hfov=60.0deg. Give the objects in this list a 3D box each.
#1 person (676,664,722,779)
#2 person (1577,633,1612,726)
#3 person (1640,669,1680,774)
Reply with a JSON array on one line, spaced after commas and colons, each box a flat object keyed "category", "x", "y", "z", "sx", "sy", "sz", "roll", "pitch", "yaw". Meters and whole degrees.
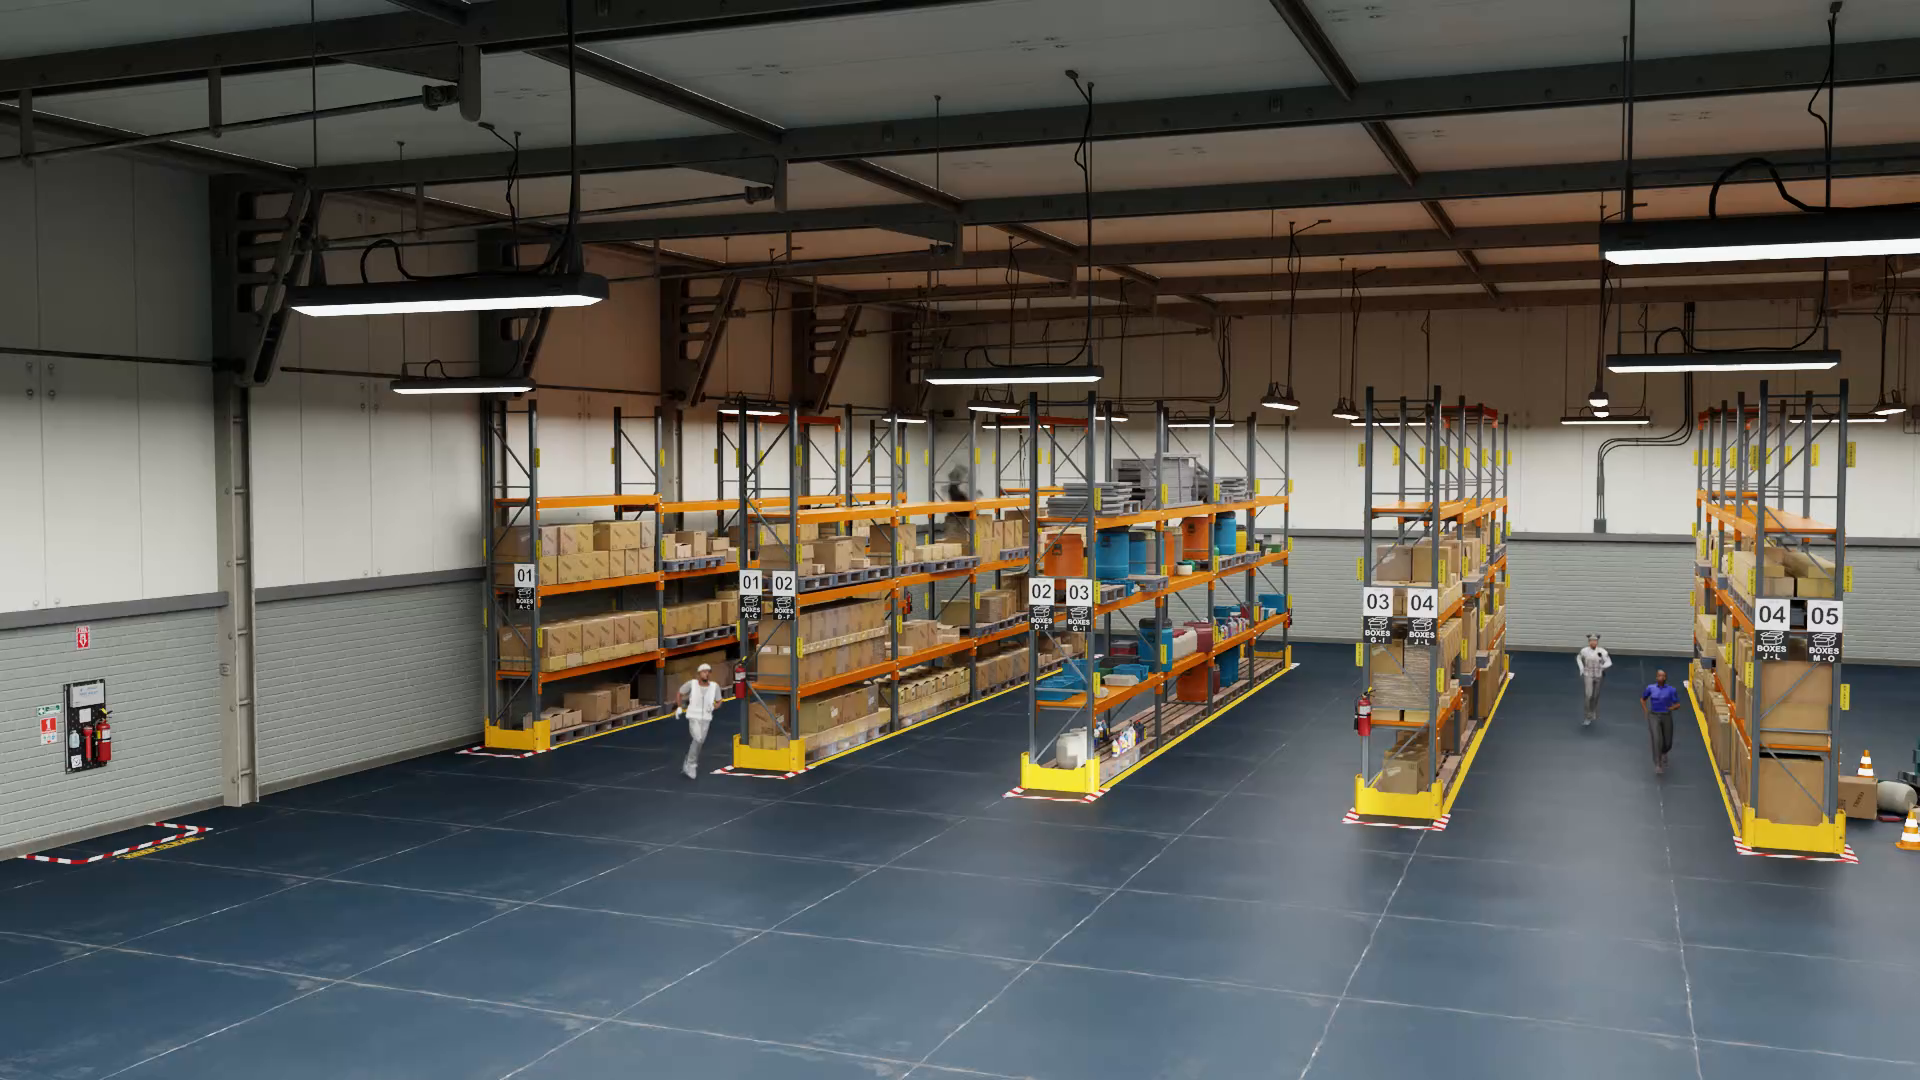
[{"category": "person", "x": -4.079, "y": 2.823, "z": 26.147, "sx": 0.701, "sy": 1.744, "sz": 0.684, "roll": -1, "pitch": 3, "yaw": -27}, {"category": "person", "x": 11.944, "y": 2.613, "z": 31.320, "sx": 0.606, "sy": 1.749, "sz": 0.759, "roll": 1, "pitch": 3, "yaw": 15}, {"category": "person", "x": 11.180, "y": 2.875, "z": 26.555, "sx": 0.588, "sy": 1.623, "sz": 0.815, "roll": 1, "pitch": 3, "yaw": 18}]
